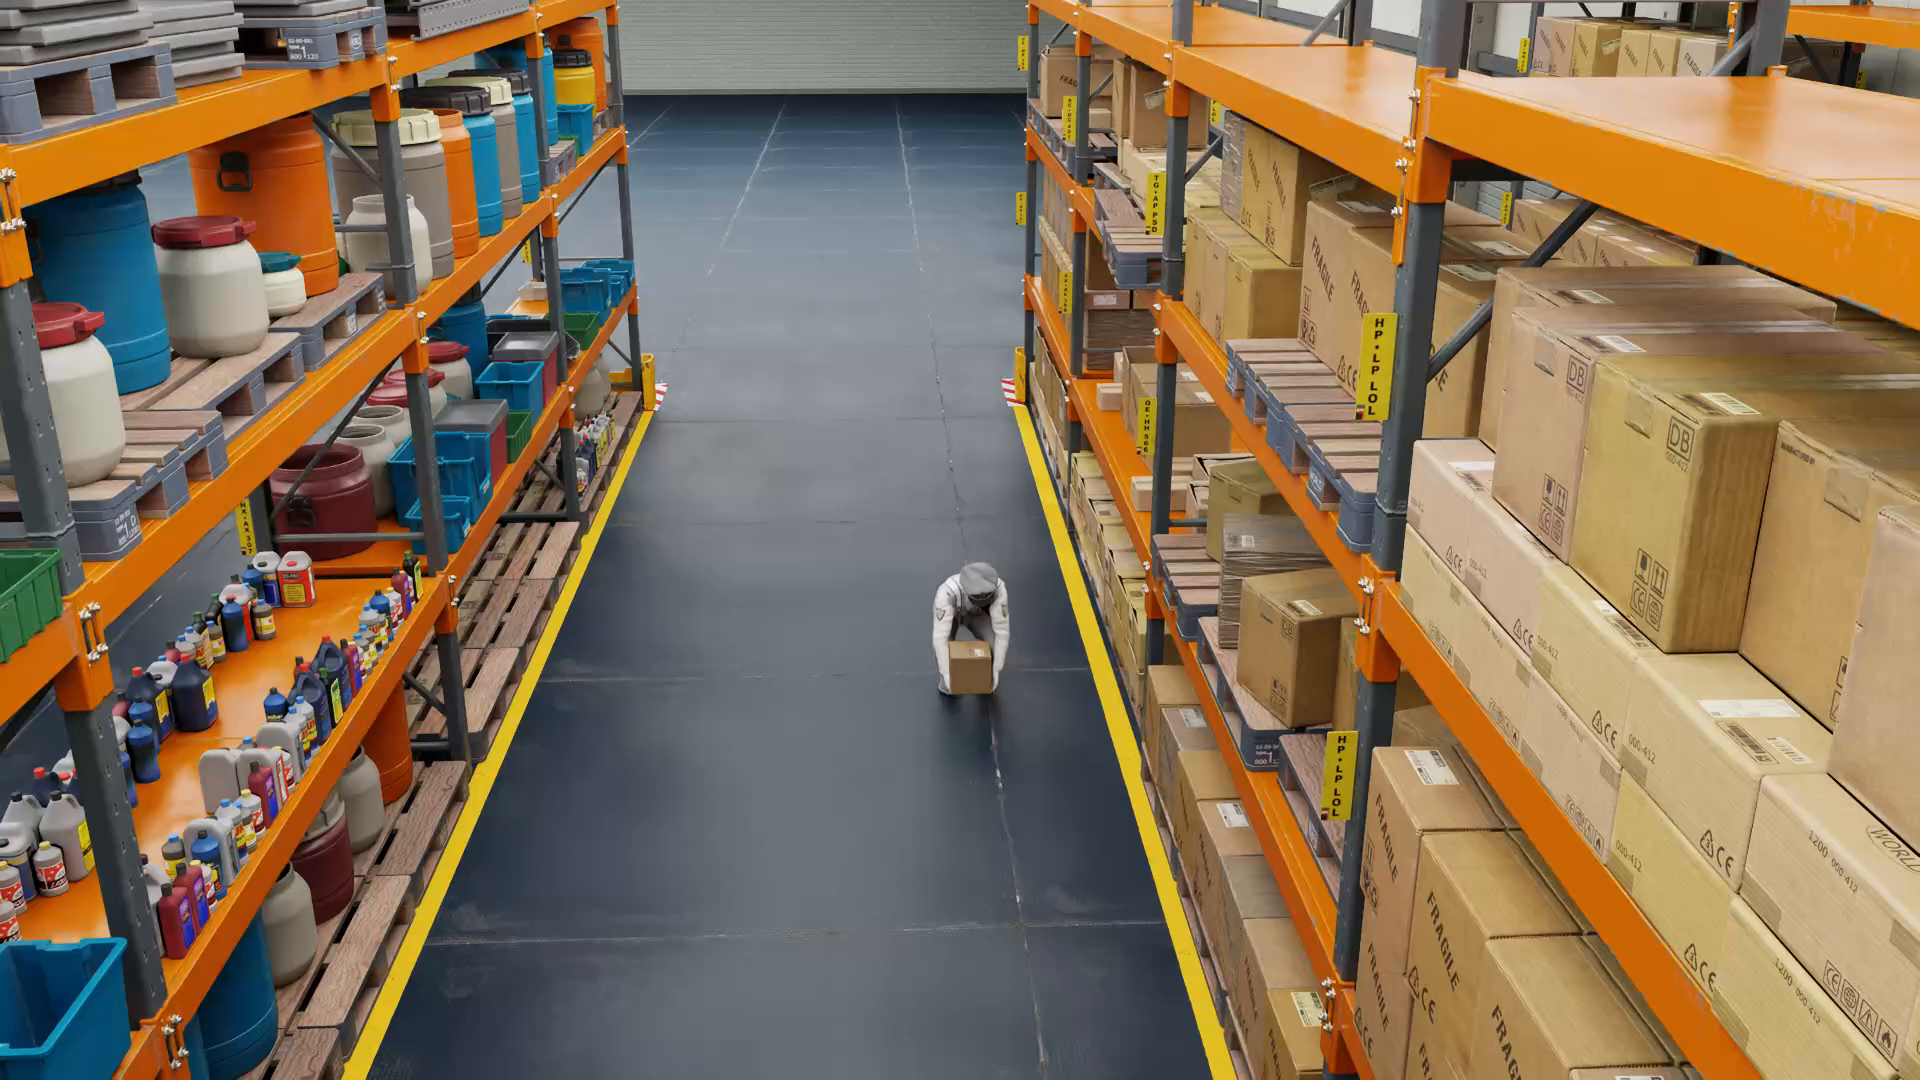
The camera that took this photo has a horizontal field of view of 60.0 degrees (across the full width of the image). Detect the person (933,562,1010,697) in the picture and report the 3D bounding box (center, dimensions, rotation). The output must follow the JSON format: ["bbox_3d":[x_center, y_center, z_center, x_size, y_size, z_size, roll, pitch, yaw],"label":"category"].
[{"bbox_3d":[0.060,0.528,10.662,0.491,0.975,0.817,-1,21,-4],"label":"person"}]
